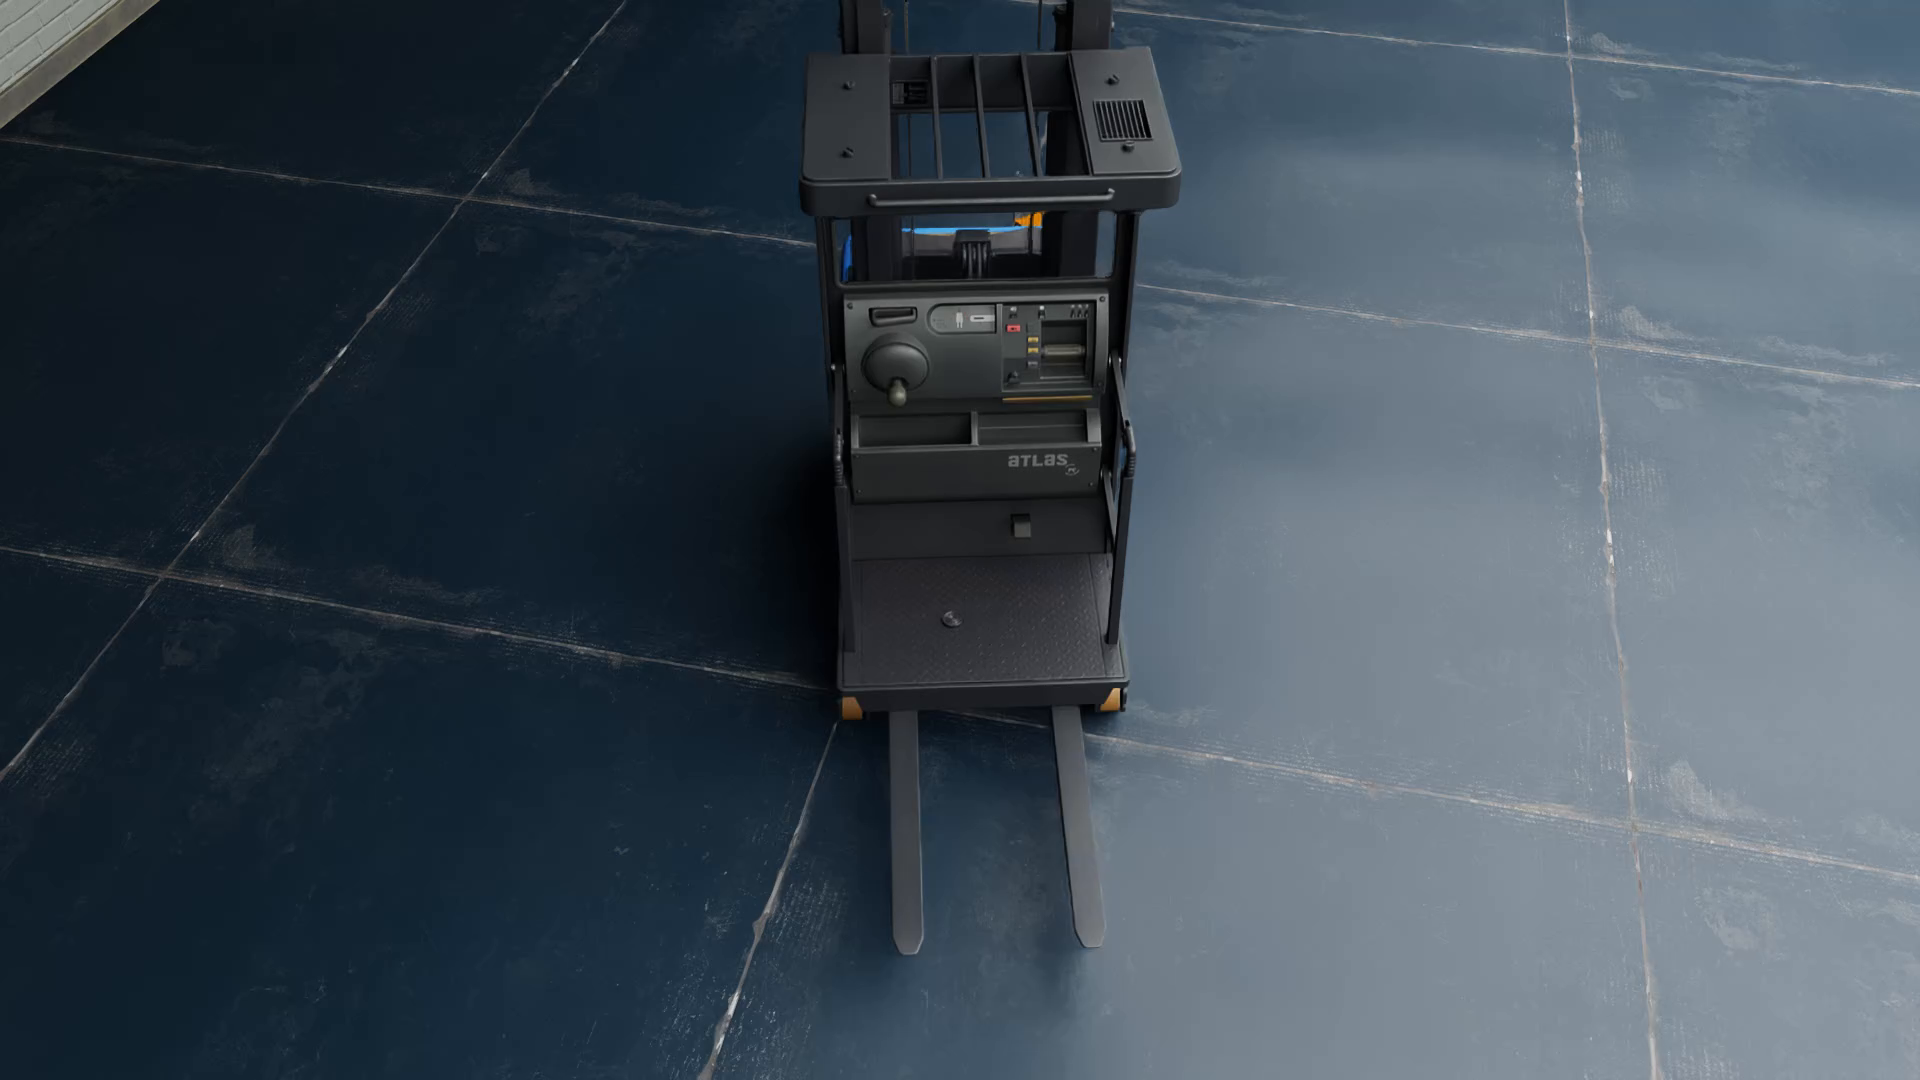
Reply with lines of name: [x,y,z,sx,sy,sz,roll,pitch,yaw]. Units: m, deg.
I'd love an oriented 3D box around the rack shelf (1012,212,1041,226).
rack shelf: [0.386,-1.372,7.314,0.258,0.103,0.180,-28,50,-26]

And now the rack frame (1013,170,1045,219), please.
rack frame: [0.330,-1.194,7.584,0.240,1.200,0.006,-28,50,-26]

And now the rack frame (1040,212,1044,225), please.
rack frame: [0.441,-1.094,7.479,0.240,1.200,0.006,-28,50,-26]

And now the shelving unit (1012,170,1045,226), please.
shelving unit: [0.385,-1.144,7.532,0.258,1.200,0.189,-28,50,-26]

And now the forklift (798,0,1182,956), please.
forklift: [0.070,-0.590,5.709,1.130,2.935,3.031,-2,44,-2]
